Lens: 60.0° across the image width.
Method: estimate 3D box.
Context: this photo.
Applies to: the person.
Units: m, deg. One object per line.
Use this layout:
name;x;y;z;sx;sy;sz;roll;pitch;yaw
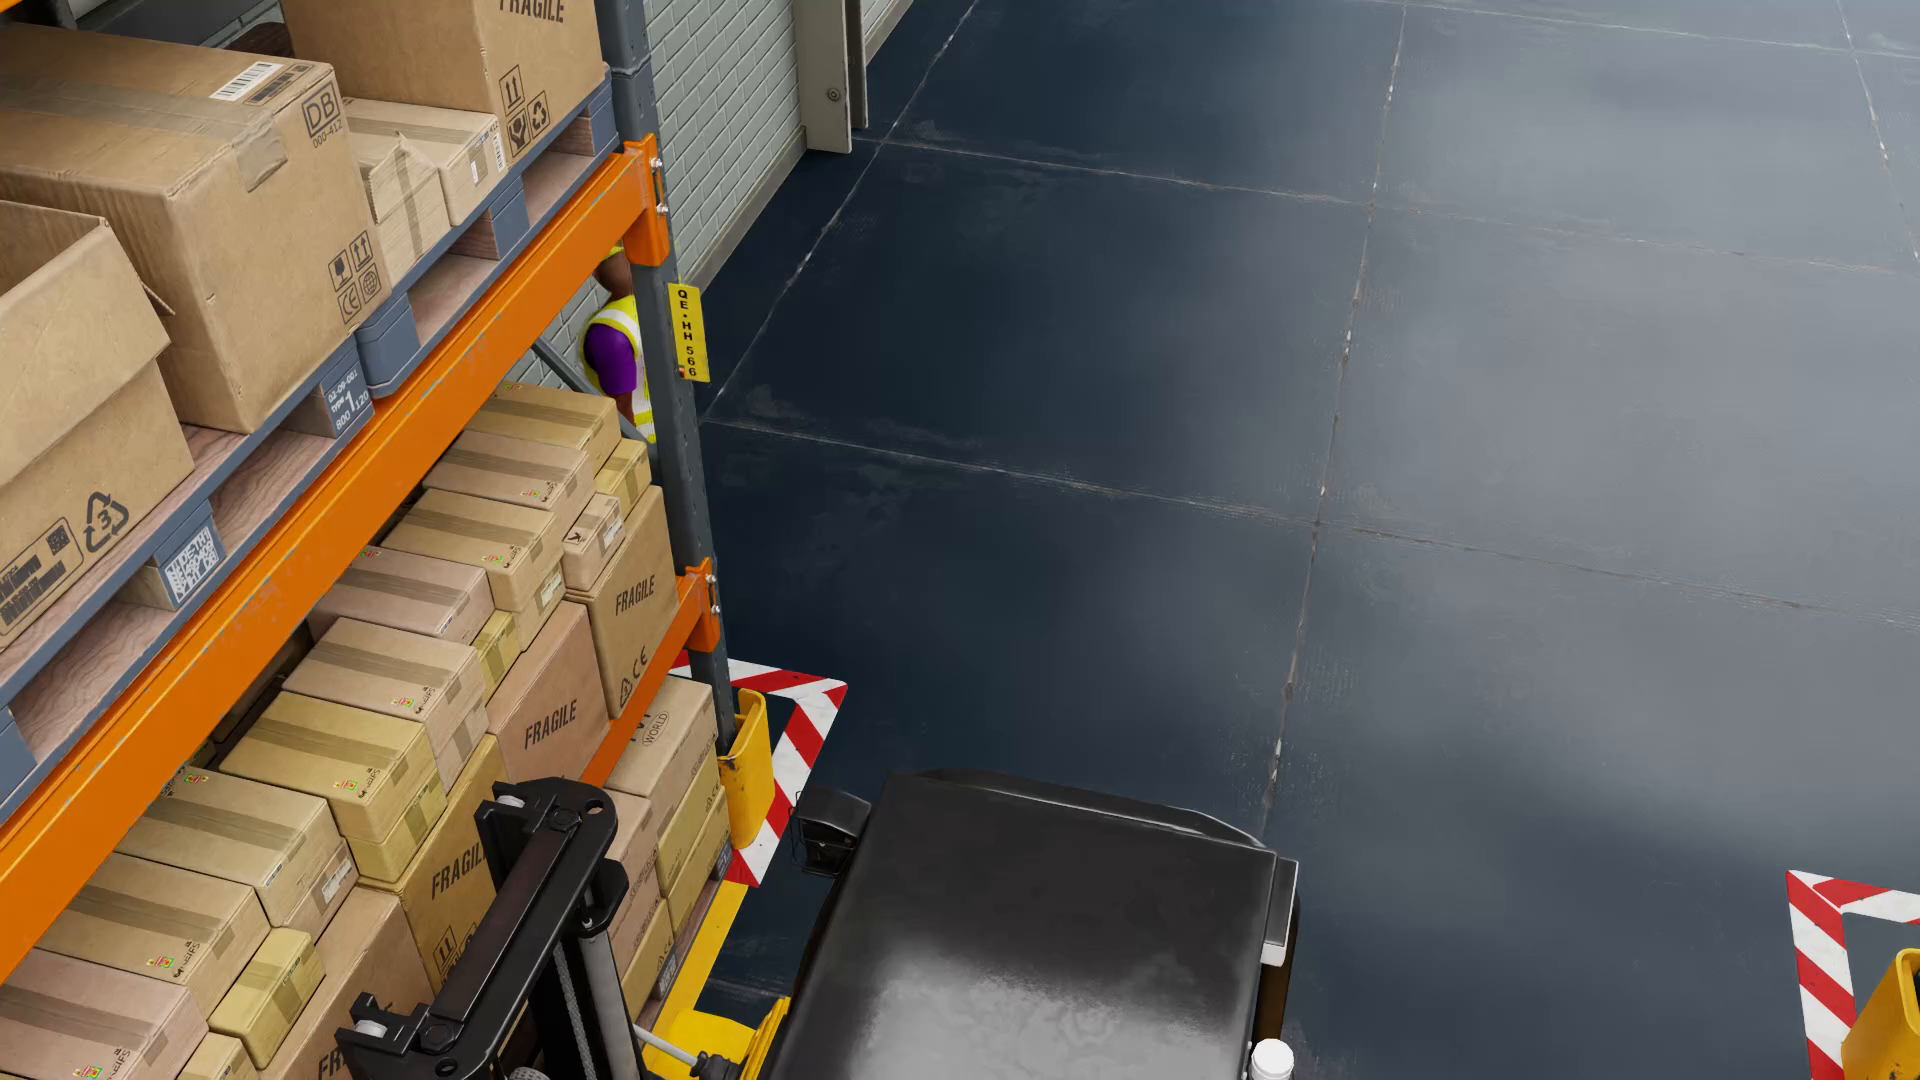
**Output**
person;-1.403;-0.525;6.719;0.711;1.740;0.619;13;42;15
